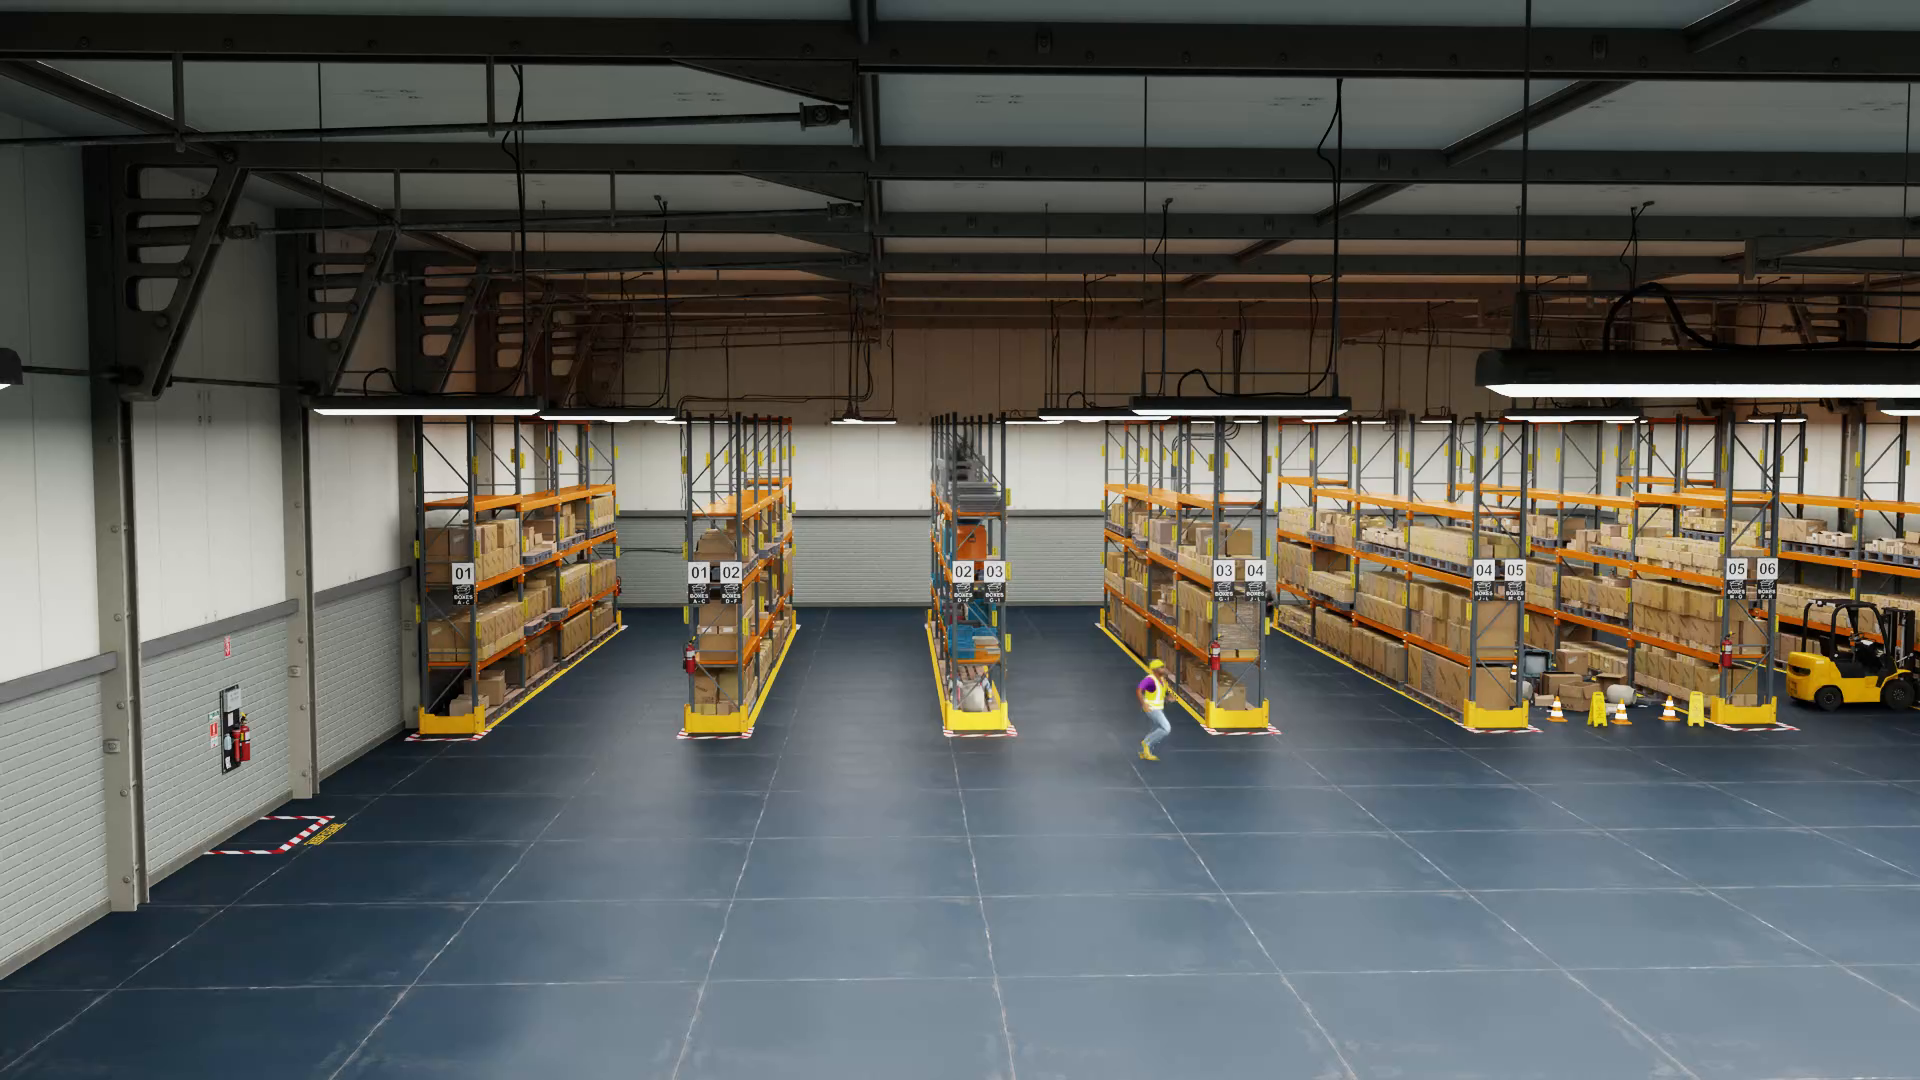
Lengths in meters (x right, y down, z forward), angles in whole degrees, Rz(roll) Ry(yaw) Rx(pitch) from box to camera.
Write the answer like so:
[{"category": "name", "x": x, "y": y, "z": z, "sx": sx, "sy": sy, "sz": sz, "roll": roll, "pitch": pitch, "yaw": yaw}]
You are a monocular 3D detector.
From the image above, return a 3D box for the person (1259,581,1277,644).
[{"category": "person", "x": 7.930, "y": 1.919, "z": 43.327, "sx": 0.630, "sy": 1.726, "sz": 0.703, "roll": 0, "pitch": 4, "yaw": -2}]

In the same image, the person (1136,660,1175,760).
[{"category": "person", "x": 3.371, "y": 2.911, "z": 28.551, "sx": 0.612, "sy": 1.718, "sz": 0.699, "roll": 2, "pitch": 4, "yaw": 21}]
